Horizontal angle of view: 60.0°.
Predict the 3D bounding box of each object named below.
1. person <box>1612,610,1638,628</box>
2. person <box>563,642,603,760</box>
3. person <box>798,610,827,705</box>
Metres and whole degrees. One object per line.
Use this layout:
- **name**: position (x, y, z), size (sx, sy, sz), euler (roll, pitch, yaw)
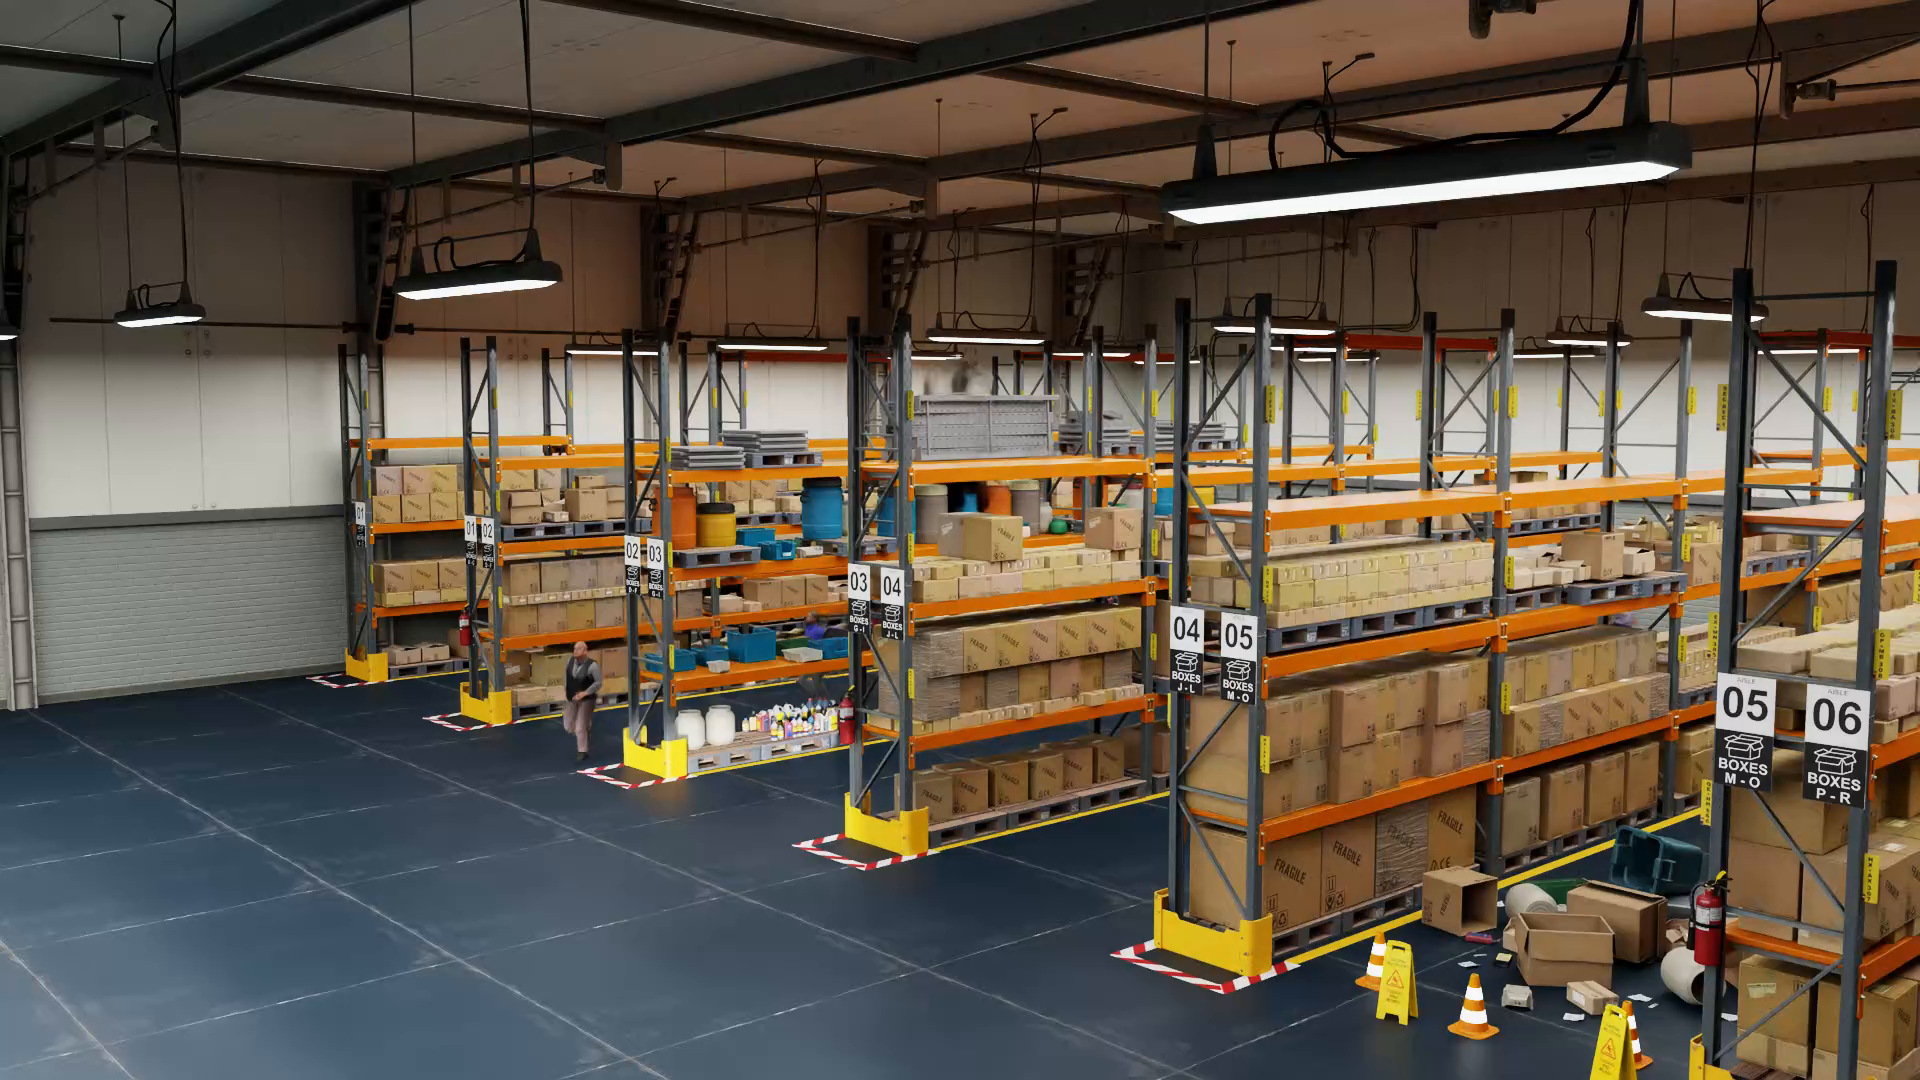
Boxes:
- **person**: position (11.930, 1.673, 30.030), size (0.646, 1.636, 0.822), euler (-3, 6, -32)
- **person**: position (-5.310, 2.242, 23.351), size (0.676, 1.659, 0.615), euler (2, 6, 23)
- **person**: position (-2.377, 1.949, 26.840), size (0.632, 1.633, 0.555), euler (-5, 7, -43)
